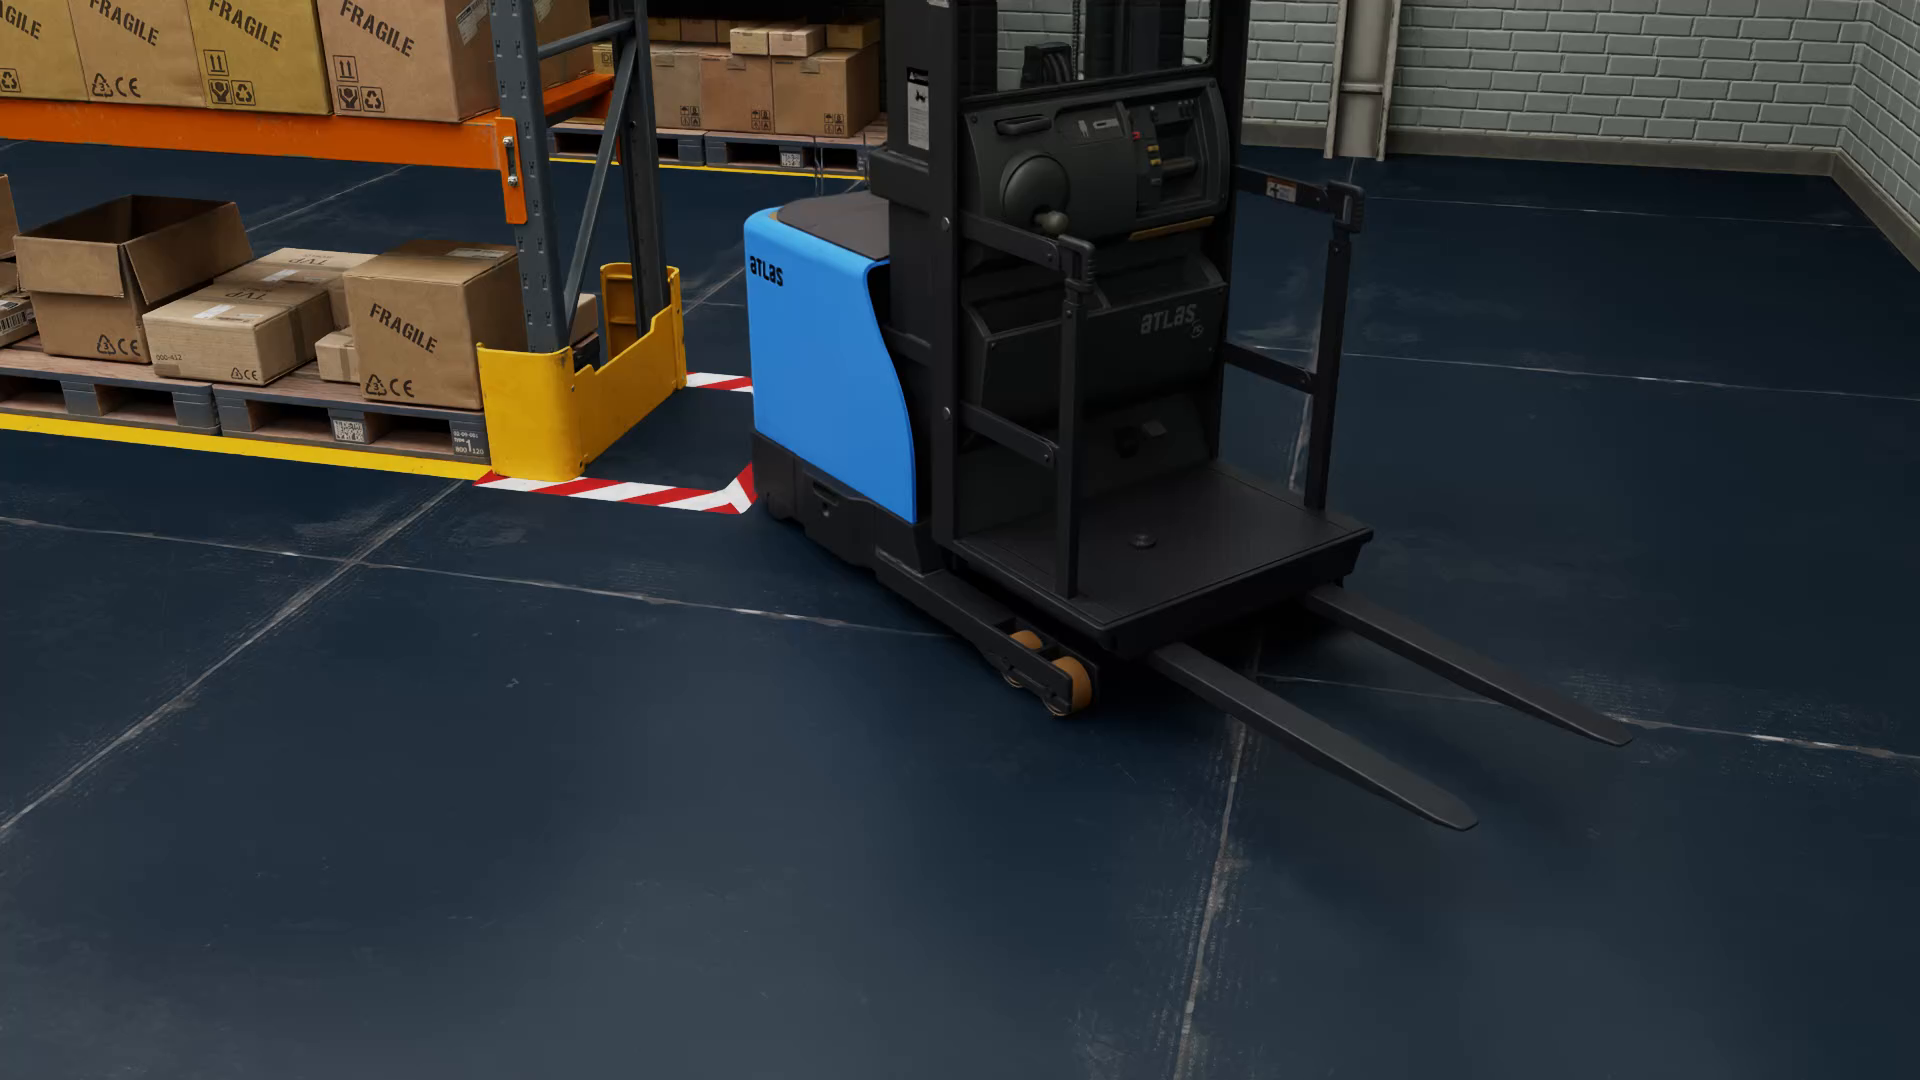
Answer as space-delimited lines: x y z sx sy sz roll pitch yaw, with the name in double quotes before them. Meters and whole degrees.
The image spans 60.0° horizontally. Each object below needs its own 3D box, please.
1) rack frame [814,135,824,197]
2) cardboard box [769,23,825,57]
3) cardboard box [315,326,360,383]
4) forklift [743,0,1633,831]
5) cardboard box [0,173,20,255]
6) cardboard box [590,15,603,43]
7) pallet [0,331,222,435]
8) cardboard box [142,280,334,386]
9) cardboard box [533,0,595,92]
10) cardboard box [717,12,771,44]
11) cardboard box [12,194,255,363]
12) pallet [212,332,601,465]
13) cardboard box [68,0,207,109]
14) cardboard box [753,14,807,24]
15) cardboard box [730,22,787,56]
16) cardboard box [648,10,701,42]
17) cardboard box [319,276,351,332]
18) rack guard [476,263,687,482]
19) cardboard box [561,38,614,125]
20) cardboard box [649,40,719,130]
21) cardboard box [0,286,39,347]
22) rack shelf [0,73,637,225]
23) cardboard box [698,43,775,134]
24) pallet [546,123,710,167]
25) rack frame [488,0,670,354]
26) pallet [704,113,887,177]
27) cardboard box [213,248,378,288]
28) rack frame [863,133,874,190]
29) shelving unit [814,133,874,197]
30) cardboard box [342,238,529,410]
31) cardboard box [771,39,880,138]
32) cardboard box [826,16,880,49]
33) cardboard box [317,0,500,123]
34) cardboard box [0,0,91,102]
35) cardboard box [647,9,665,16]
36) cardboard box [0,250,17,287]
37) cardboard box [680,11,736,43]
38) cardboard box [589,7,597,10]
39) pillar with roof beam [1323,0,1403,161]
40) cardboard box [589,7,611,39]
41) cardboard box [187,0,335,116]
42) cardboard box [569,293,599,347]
"rack frame" -0.510 -0.886 6.214 0.006 1.200 0.240 -5 26 -10
"cardboard box" -1.042 -3.204 10.655 0.250 0.149 0.380 6 26 12
"cardboard box" -2.358 -0.772 6.667 0.250 0.166 0.380 6 26 13
"forklift" 0.534 -1.064 4.574 1.130 2.935 3.031 -17 31 -32
"cardboard box" -4.651 -1.372 7.538 0.500 0.500 0.500 6 26 13
"cardboard box" -2.553 -3.370 11.004 0.250 0.149 0.380 6 26 12
"pallet" -3.424 -0.782 7.147 1.213 0.211 1.003 6 26 13
"cardboard box" -2.900 -0.843 6.719 0.500 0.250 0.500 6 26 13
"cardboard box" -1.764 -2.019 6.384 0.500 0.500 0.500 7 26 14
"cardboard box" -1.435 -3.417 11.102 0.250 0.149 0.380 7 26 13
"cardboard box" -3.453 -1.117 6.999 0.637 0.503 0.797 6 26 13
"pallet" -2.246 -0.650 6.871 1.213 0.211 1.003 6 26 13
"cardboard box" -2.886 -1.906 6.147 0.500 0.500 0.500 7 26 13
"cardboard box" -1.192 -3.390 11.046 0.250 0.149 0.380 6 26 13
"cardboard box" -1.290 -3.231 10.712 0.250 0.149 0.380 7 26 14
"cardboard box" -1.930 -3.471 11.216 0.250 0.149 0.380 7 26 14
"cardboard box" -2.340 -1.003 7.055 0.500 0.250 0.500 6 26 13
"rack guard" -1.473 -0.696 6.630 0.348 0.500 1.175 6 26 13
"cardboard box" -2.363 -3.134 11.264 0.500 0.500 0.700 7 26 14
"cardboard box" -1.844 -3.080 11.150 0.500 0.500 0.700 5 26 11
"cardboard box" -4.081 -0.941 7.020 0.250 0.166 0.380 6 26 13
"rack shelf" -3.337 -1.706 6.680 4.000 0.370 1.077 6 26 13
"cardboard box" -1.357 -3.027 11.038 0.500 0.500 0.700 6 26 13
"pallet" -2.141 -2.804 11.395 1.213 0.211 1.003 6 26 13
"rack frame" -1.400 -1.816 6.076 0.127 3.000 1.000 6 26 13
"pallet" -0.964 -2.673 11.119 1.213 0.211 1.003 6 26 13
"cardboard box" -2.824 -1.057 7.167 0.500 0.250 0.500 6 26 13
"rack frame" -0.330 -0.900 6.245 0.006 1.200 0.240 -5 26 -10
"shelving unit" -0.420 -0.893 6.230 0.189 1.200 0.258 -5 26 -10
"cardboard box" -1.988 -0.842 6.425 0.500 0.500 0.500 6 26 13
"cardboard box" -0.873 -2.973 10.925 0.500 0.500 0.700 6 26 13
"cardboard box" -0.702 -3.336 10.933 0.250 0.149 0.380 6 26 13
"cardboard box" -1.901 -1.796 5.917 0.500 0.500 0.500 7 26 15
"cardboard box" -3.374 -1.960 6.261 0.500 0.500 0.500 6 26 12
"cardboard box" -2.175 -3.498 11.273 0.250 0.149 0.380 6 26 12
"cardboard box" -3.925 -1.206 7.410 0.500 0.311 0.500 6 26 13
"cardboard box" -1.681 -3.444 11.159 0.250 0.149 0.380 7 26 14
"cardboard box" -2.670 -3.553 11.388 0.250 0.149 0.380 5 26 11
"pillar with roof beam" 1.589 -4.867 5.503 0.400 9.000 9.100 6 26 13
"cardboard box" -2.425 -3.526 11.331 0.250 0.149 0.380 7 26 14
"cardboard box" -2.405 -1.850 6.030 0.500 0.500 0.500 7 26 13
"cardboard box" -1.720 -0.916 6.989 0.250 0.149 0.380 6 26 13
